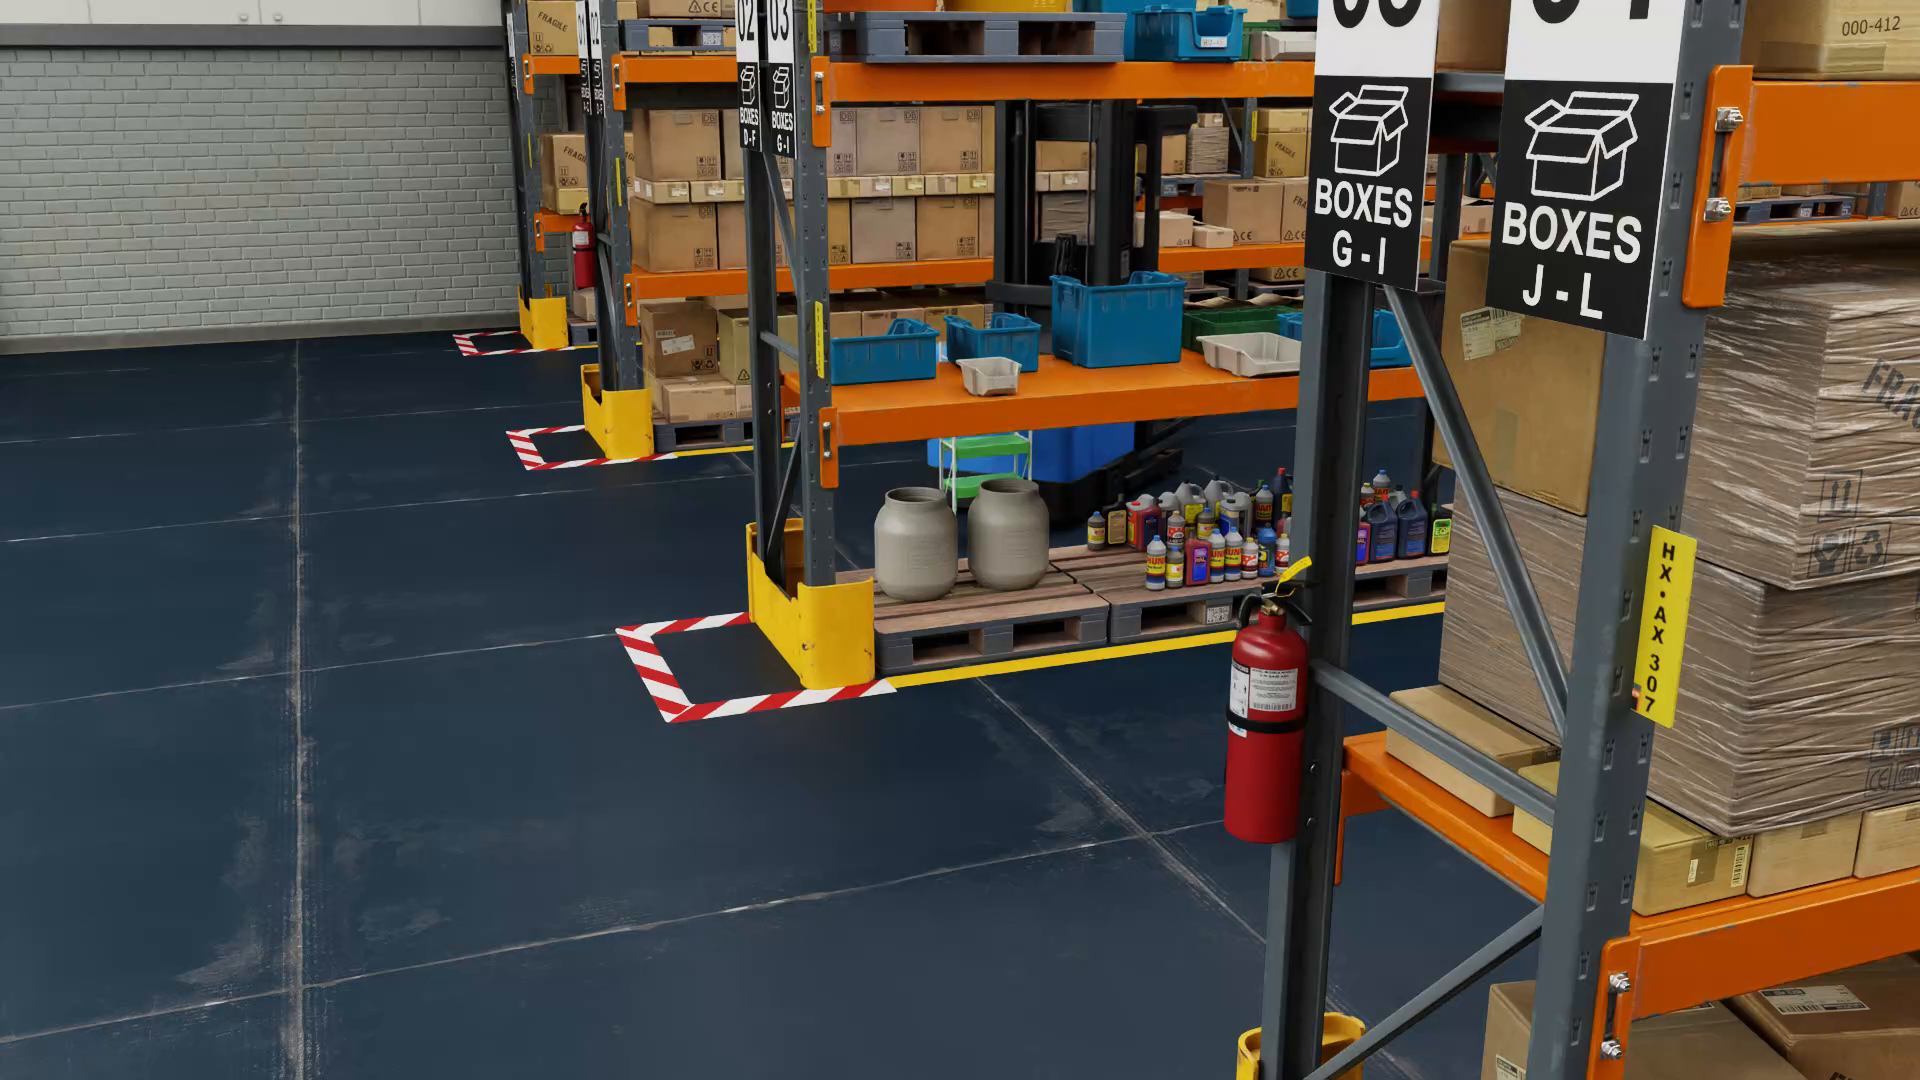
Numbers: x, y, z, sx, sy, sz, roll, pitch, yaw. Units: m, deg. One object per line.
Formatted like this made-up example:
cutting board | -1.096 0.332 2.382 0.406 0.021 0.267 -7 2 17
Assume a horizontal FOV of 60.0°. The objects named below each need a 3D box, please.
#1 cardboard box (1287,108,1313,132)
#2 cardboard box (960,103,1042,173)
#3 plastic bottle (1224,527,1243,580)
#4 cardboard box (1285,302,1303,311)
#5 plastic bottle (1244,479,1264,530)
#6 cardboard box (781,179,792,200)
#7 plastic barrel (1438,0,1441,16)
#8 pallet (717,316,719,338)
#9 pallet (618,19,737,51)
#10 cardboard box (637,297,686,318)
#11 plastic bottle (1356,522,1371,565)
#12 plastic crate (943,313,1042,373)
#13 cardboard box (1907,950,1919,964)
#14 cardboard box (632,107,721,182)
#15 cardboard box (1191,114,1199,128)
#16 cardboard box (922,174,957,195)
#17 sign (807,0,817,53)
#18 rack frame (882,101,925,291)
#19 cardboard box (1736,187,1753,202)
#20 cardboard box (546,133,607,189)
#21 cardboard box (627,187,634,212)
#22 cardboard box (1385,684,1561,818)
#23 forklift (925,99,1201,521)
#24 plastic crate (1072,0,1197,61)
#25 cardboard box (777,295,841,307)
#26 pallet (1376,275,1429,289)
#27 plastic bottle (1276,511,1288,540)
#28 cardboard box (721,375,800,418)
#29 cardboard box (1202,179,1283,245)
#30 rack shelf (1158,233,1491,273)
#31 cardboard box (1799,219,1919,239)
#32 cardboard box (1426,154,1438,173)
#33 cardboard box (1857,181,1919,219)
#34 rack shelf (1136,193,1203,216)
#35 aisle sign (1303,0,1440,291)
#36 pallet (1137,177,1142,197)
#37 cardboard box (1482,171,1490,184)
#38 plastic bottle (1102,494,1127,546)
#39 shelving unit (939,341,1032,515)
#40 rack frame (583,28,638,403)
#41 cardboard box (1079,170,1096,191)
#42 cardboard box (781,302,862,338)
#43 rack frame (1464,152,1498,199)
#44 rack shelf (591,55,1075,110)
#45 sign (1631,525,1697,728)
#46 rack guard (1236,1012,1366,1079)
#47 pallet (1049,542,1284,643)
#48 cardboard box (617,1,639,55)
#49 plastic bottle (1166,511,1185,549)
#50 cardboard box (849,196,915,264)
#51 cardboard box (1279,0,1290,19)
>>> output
cardboard box | 4.137 -4.893 19.365 0.500 0.250 0.500 -6 18 -21
cardboard box | 0.276 -3.167 13.080 0.500 0.500 0.700 -6 17 -20
plastic bottle | 1.411 0.065 8.614 0.097 0.271 0.097 0 16 0
cardboard box | 3.070 -1.877 14.306 0.500 0.311 0.500 -6 17 -19
plastic bottle | 1.681 -0.202 9.501 0.133 0.283 0.061 -5 17 -18
cardboard box | -1.417 -2.610 12.334 0.250 0.149 0.380 -6 18 -21
plastic barrel | 2.456 -2.993 8.700 0.421 0.512 0.421 0 16 0
pallet | -2.372 -2.358 17.754 1.213 0.211 1.003 -6 17 -20
pallet | -1.906 -3.652 12.045 1.213 0.211 1.003 -6 17 -20
cardboard box | -3.141 -2.519 17.342 0.500 0.311 0.500 -5 17 -15
plastic bottle | 2.114 -0.011 8.852 0.133 0.283 0.061 -5 17 -16
plastic crate | 0.162 -1.009 8.475 0.408 0.251 0.499 -6 17 -20
cardboard box | 2.692 1.228 4.285 0.500 0.500 0.500 -4 17 -15
cardboard box | -2.086 -2.911 12.206 0.500 0.500 0.700 -6 17 -20
cardboard box | 2.512 -4.792 18.983 0.250 0.149 0.380 -9 19 -29
cardboard box | -0.204 -2.742 12.784 0.250 0.149 0.380 -6 17 -18
sign | -0.614 -2.186 6.878 0.005 0.325 0.100 -6 17 -20
rack frame | -0.616 -3.897 18.046 0.127 3.000 1.000 -6 17 -20
cardboard box | 7.002 -3.456 15.620 0.500 0.500 0.700 -11 20 -34
cardboard box | -3.798 -3.760 16.480 0.500 0.500 0.500 -6 17 -20
cardboard box | -3.302 -3.453 16.765 0.500 0.250 0.500 -7 18 -22
cardboard box | 1.158 0.453 3.677 0.250 0.149 0.380 -6 17 -20
forklift | 0.918 -1.889 11.329 1.130 2.935 3.031 9 18 27
plastic crate | 0.866 -2.590 8.300 0.575 0.384 0.392 -6 17 -20
cardboard box | -1.253 -1.670 13.265 0.500 0.500 0.500 -6 17 -20
pallet | 5.019 -3.144 20.431 1.213 0.211 1.003 -6 17 -20
plastic bottle | 1.758 -0.018 8.877 0.133 0.283 0.061 -6 17 -20
cardboard box | -1.530 -1.120 12.724 0.500 0.250 0.500 -6 17 -20
cardboard box | 2.375 -2.769 14.025 0.500 0.500 0.500 -5 17 -16
rack shelf | 3.027 -2.451 14.397 4.000 0.370 1.077 -6 17 -20
cardboard box | 2.324 -0.477 3.918 0.500 0.500 0.500 -6 17 -20
cardboard box | 5.568 -4.689 20.001 0.500 0.500 0.500 -6 17 -20
cardboard box | 9.203 -3.429 16.272 0.500 0.500 0.500 -6 17 -19
rack shelf | 1.251 -3.754 18.834 4.000 0.370 1.077 -6 17 -20
aisle sign | 0.801 -0.904 3.240 0.004 0.787 0.394 -6 17 -20
pallet | 1.285 -3.998 18.730 1.213 0.211 1.003 -6 17 -20
cardboard box | 6.412 -4.453 20.348 0.250 0.149 0.380 -6 17 -19
plastic bottle | 0.854 -0.112 9.197 0.133 0.283 0.061 -6 17 -19
shelving unit | 0.155 -0.592 9.986 0.503 1.200 0.258 -6 17 -20
rack frame | -2.575 -2.191 12.236 0.127 3.000 1.000 -6 17 -20
cardboard box | 0.982 -2.870 13.218 0.250 0.149 0.380 -6 17 -20
cardboard box | -1.067 -1.533 12.800 0.500 0.500 0.500 -6 17 -20
rack frame | 4.895 -2.998 14.982 0.127 3.000 1.000 -6 17 -20
rack shelf | -0.708 -3.487 12.601 4.000 0.370 1.077 -6 17 -20
sign | 1.160 0.143 2.751 0.005 0.325 0.100 -6 17 -20
rack guard | 1.037 1.607 3.737 0.348 0.500 1.175 -6 17 -20
pallet | 1.146 0.228 8.947 1.213 0.211 1.003 -6 17 -20
cardboard box | -3.435 -5.003 16.276 0.500 0.500 0.500 -5 17 -16
plastic bottle | 1.188 -0.058 9.156 0.097 0.201 0.097 0 16 0
cardboard box | -0.690 -2.440 12.904 0.500 0.500 0.700 -6 17 -18
cardboard box | 2.967 -4.340 13.750 0.500 0.250 0.500 -8 18 -25
